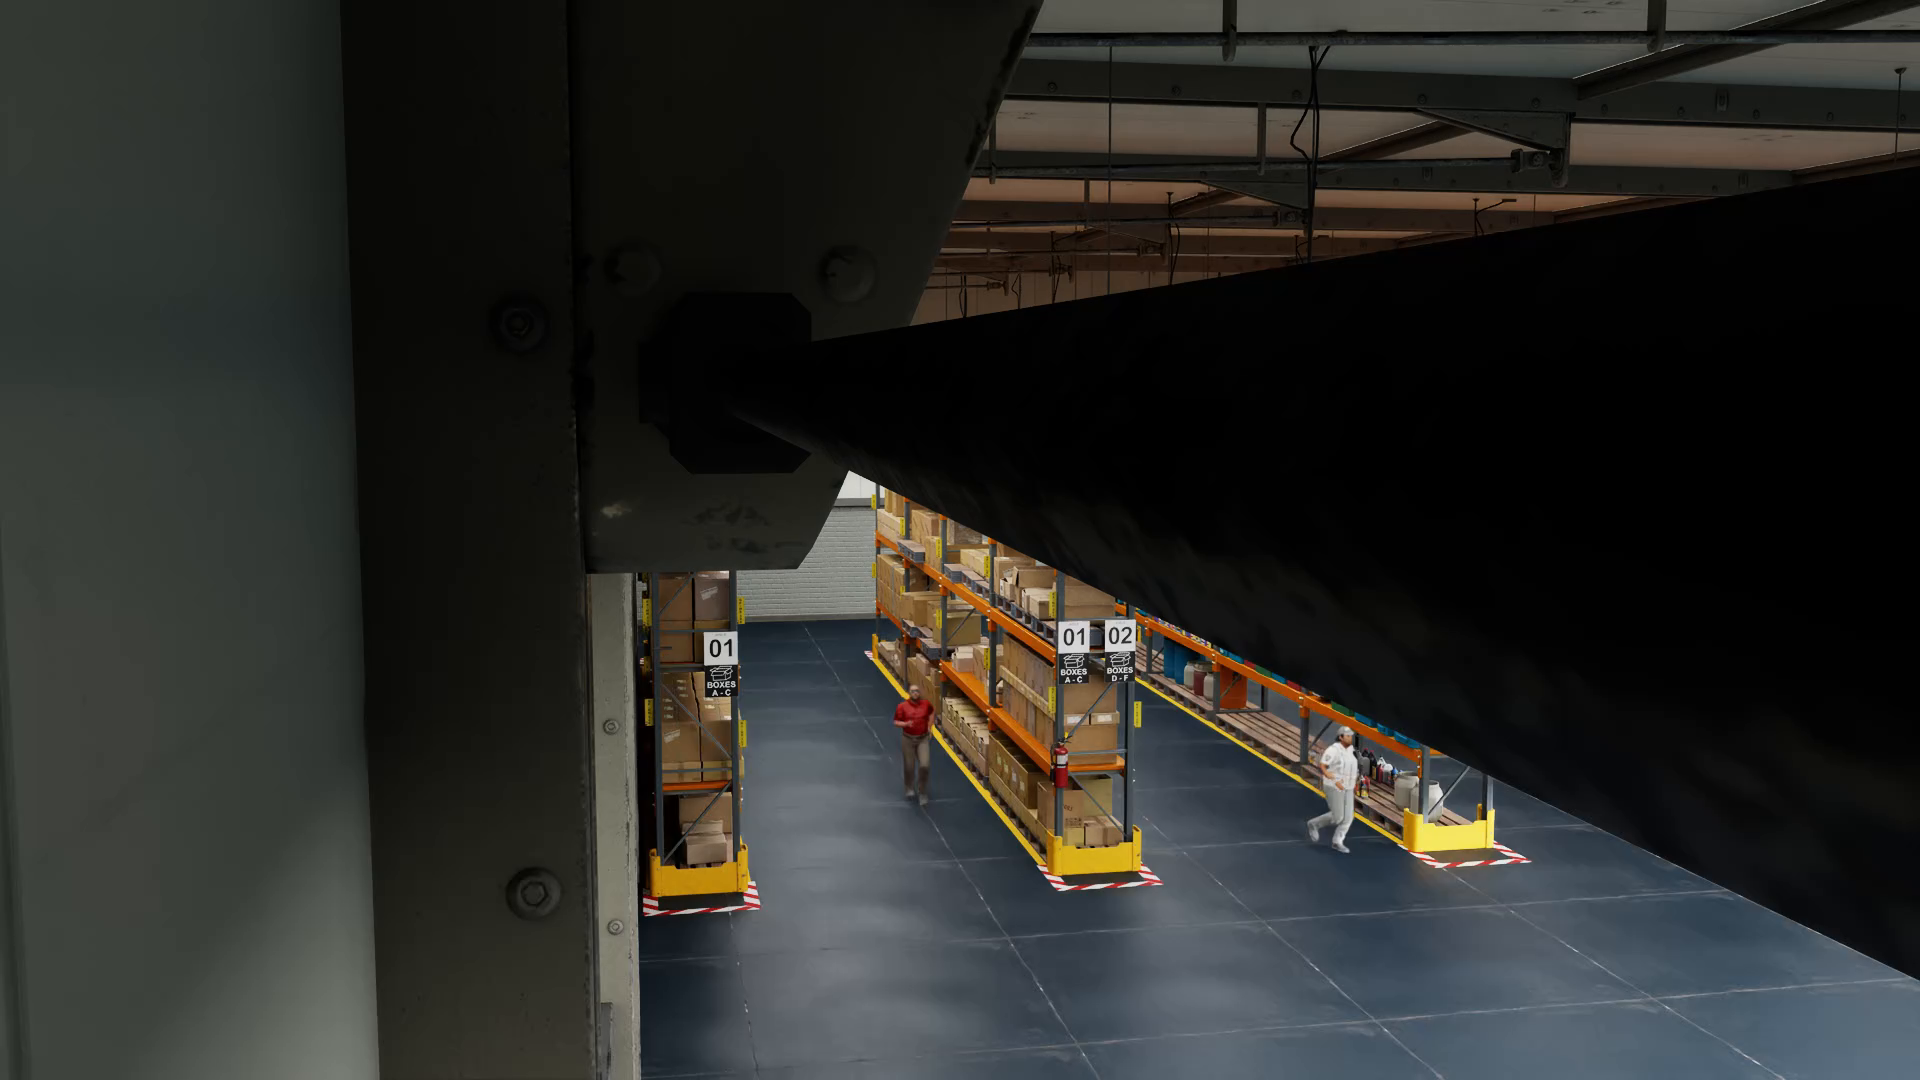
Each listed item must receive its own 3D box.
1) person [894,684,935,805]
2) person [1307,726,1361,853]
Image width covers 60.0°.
[{"bbox_3d":[-0.650,2.991,24.332,0.640,1.781,0.727,-1,6,-9],"label":"person"},{"bbox_3d":[5.028,3.265,22.034,0.628,1.620,0.635,-4,7,-36],"label":"person"}]
